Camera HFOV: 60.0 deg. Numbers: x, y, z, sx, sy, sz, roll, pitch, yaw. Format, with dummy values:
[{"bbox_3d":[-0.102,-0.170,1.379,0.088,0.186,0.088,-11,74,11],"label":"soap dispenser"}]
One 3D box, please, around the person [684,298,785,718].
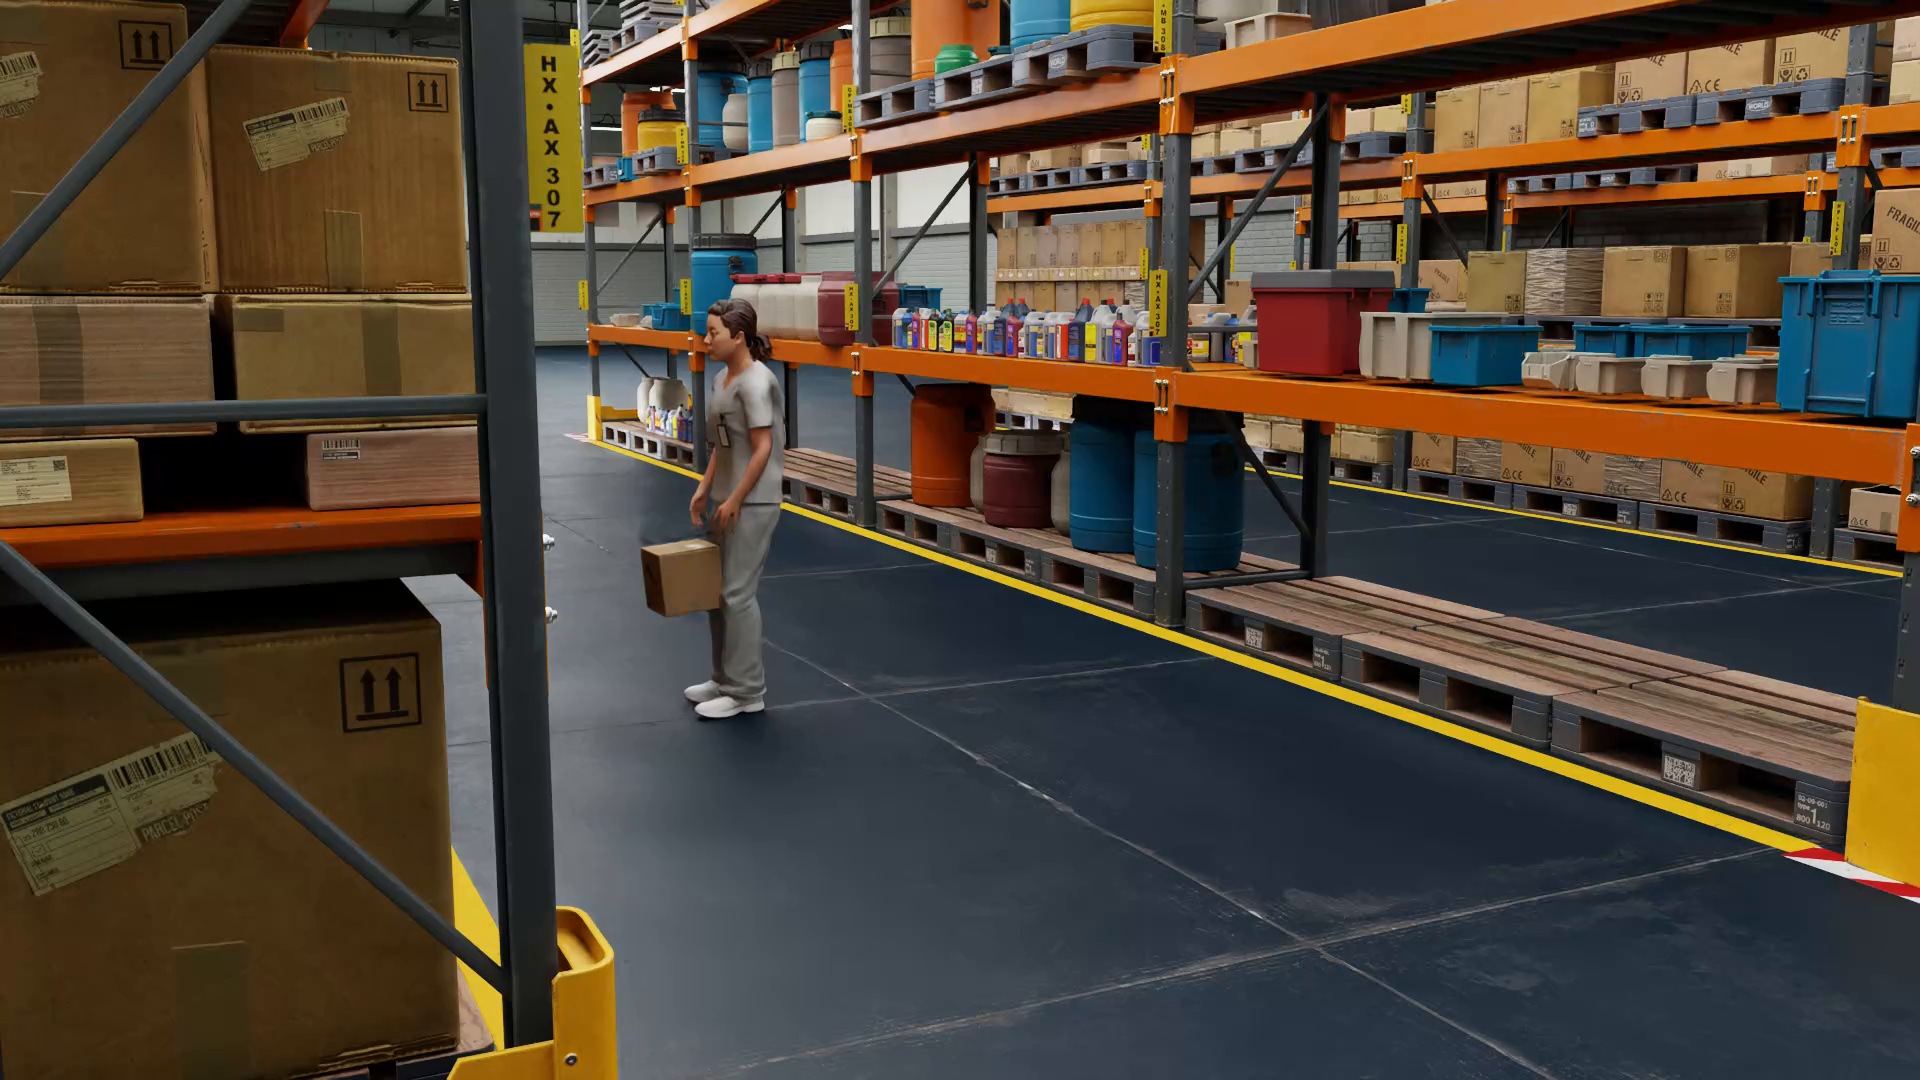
[{"bbox_3d":[-0.926,-0.134,6.727,0.415,1.676,0.473,-4,10,-27],"label":"person"}]
